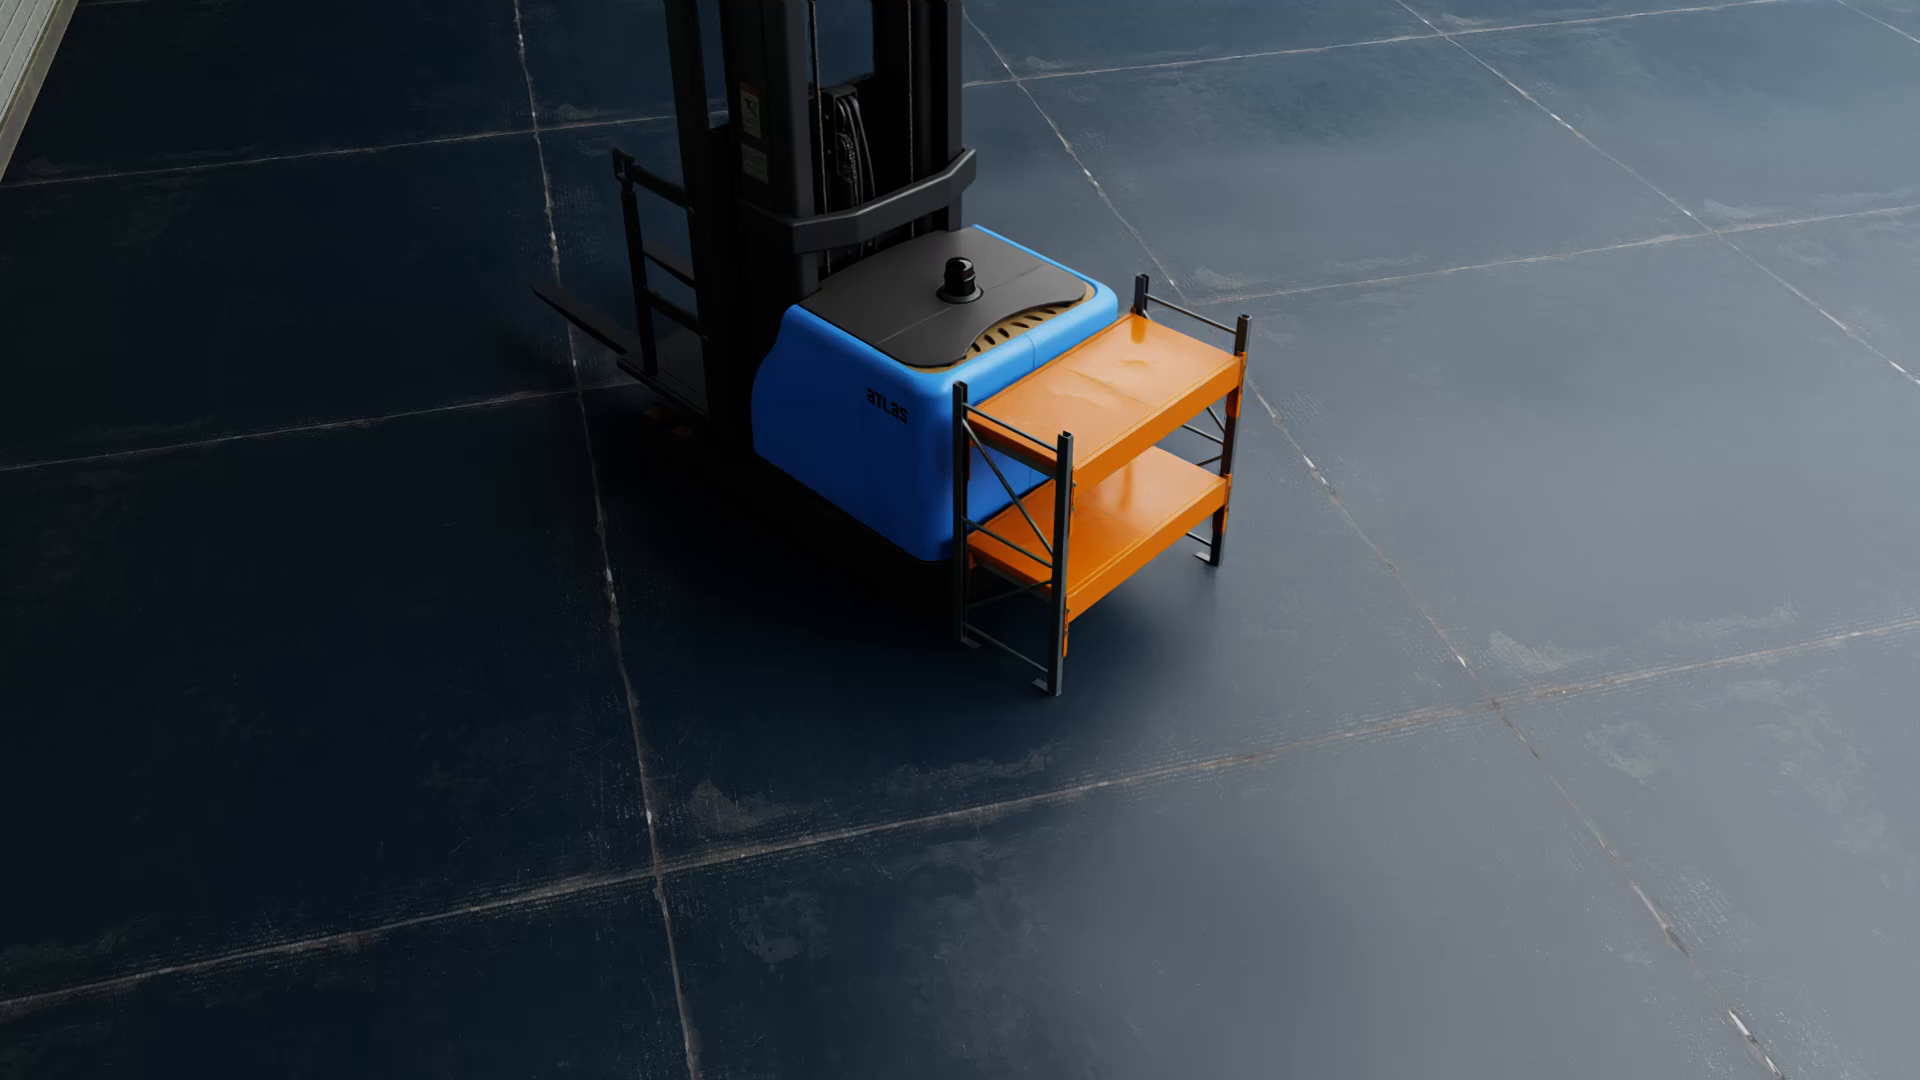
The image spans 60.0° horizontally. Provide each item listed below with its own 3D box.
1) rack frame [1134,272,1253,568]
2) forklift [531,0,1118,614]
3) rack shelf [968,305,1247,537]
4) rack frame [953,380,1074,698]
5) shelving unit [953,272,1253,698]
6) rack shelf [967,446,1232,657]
[{"bbox_3d":[0.850,-0.445,6.406,0.500,1.125,0.032,29,46,32],"label":"rack frame"},{"bbox_3d":[-0.774,-1.686,6.541,1.130,2.935,3.031,-30,47,-33],"label":"forklift"},{"bbox_3d":[0.510,-0.448,5.928,0.538,0.278,1.000,29,46,32],"label":"rack shelf"},{"bbox_3d":[0.170,0.014,5.805,0.500,1.125,0.032,29,46,32],"label":"rack frame"},{"bbox_3d":[0.510,-0.215,6.106,0.538,1.125,1.048,29,46,32],"label":"shelving unit"},{"bbox_3d":[0.510,-0.021,6.254,0.538,0.278,1.000,29,46,32],"label":"rack shelf"}]
